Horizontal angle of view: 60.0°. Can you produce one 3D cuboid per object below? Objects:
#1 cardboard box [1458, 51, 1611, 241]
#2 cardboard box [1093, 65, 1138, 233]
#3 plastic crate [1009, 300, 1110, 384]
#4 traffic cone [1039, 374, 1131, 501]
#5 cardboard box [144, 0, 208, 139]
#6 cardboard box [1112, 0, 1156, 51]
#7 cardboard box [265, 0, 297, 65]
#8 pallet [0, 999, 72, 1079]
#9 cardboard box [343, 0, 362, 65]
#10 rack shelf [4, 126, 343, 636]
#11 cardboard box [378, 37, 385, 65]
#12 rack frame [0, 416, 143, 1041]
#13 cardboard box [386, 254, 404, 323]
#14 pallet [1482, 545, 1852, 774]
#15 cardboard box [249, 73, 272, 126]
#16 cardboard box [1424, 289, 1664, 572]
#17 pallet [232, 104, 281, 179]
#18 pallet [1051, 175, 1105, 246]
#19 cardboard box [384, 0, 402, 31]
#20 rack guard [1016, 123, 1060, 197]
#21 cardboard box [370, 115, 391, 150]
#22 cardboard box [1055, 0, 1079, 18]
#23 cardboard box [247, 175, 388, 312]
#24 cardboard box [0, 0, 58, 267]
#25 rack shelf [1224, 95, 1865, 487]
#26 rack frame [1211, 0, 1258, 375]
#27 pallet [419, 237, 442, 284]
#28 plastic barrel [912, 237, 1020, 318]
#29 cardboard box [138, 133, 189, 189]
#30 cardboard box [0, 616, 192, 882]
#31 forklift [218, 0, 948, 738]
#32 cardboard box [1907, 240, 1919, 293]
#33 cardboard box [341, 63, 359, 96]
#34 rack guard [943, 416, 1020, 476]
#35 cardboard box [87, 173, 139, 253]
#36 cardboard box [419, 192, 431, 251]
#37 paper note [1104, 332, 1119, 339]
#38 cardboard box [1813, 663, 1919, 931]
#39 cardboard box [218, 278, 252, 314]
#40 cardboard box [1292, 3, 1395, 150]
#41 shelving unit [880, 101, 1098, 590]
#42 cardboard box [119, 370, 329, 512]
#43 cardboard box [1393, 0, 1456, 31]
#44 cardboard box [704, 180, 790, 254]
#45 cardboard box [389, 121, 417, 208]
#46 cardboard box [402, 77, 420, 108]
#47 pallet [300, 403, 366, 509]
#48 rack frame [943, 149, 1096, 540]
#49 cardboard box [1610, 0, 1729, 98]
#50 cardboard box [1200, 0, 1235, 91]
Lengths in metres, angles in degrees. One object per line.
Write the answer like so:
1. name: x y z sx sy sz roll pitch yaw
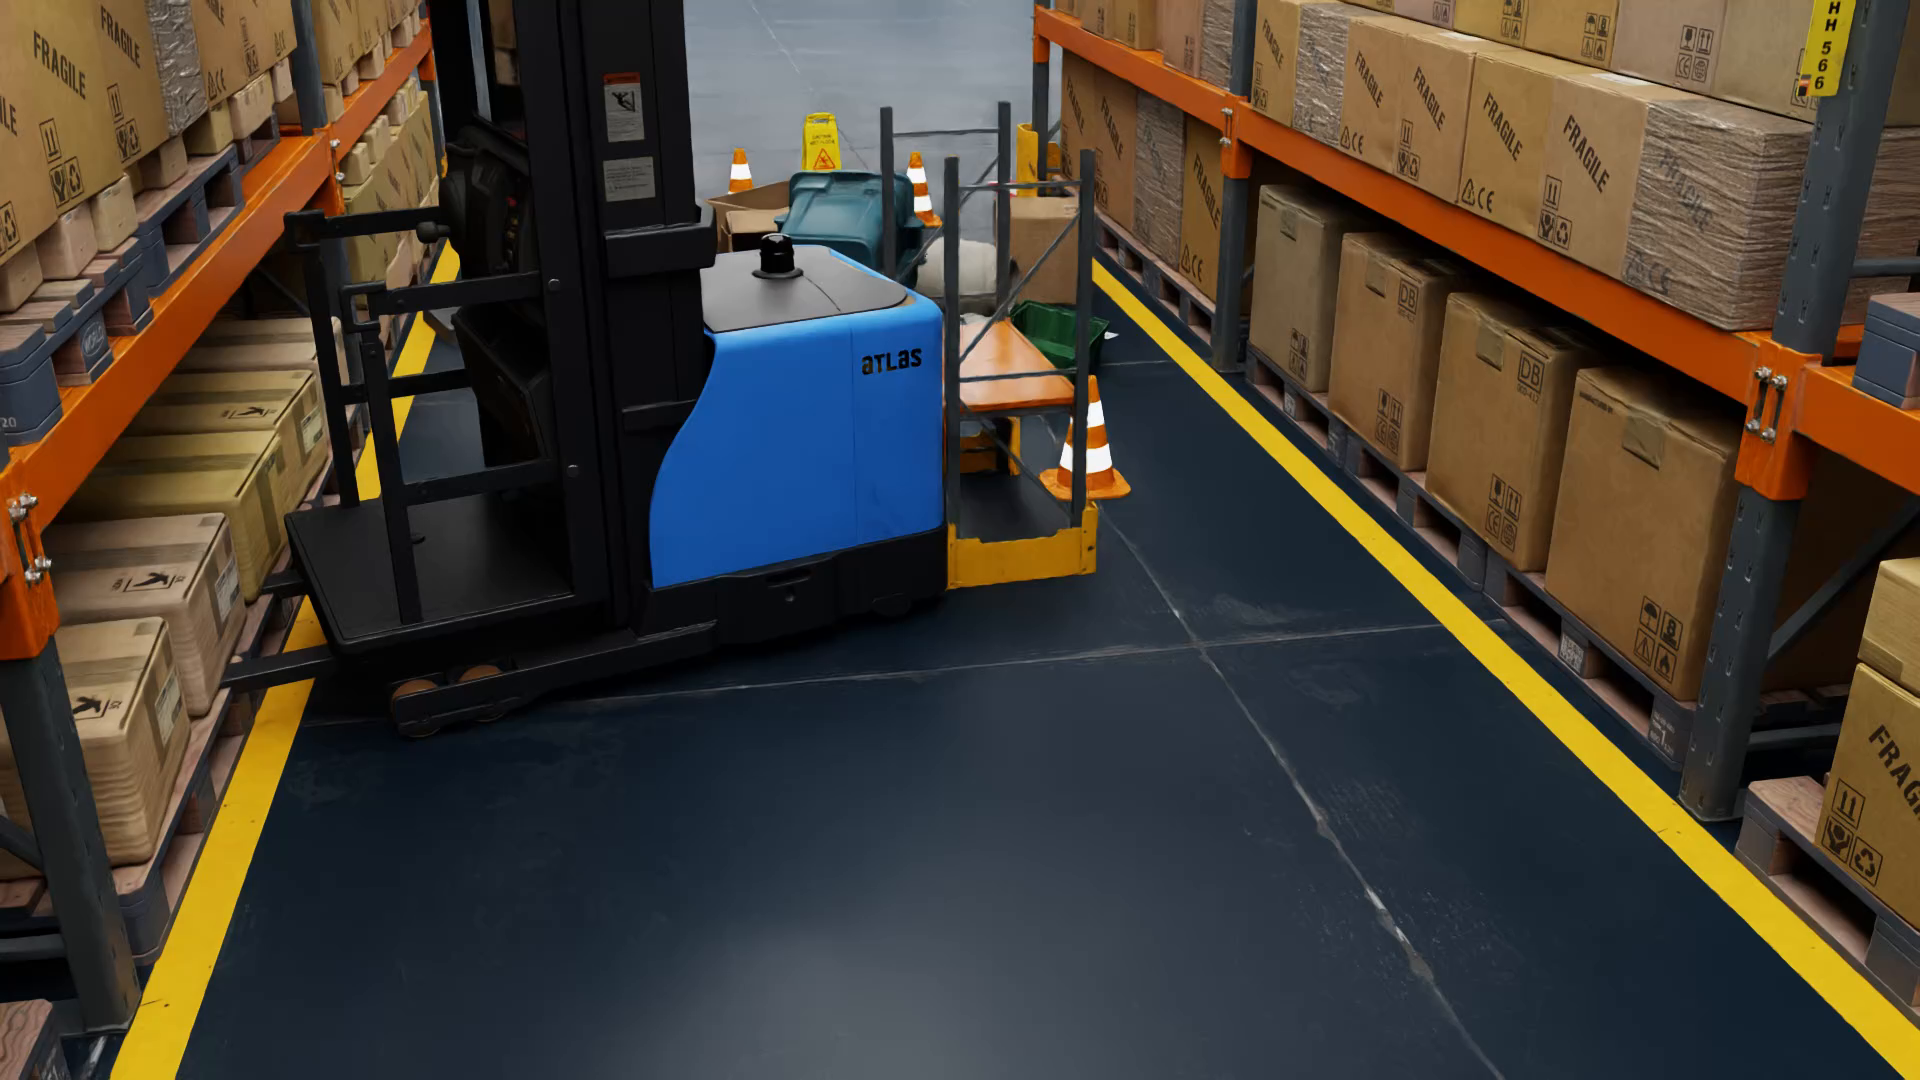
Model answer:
1. cardboard box: 1.951 -1.261 5.265 0.500 0.500 0.500 -5 24 -11
2. cardboard box: 1.358 -2.423 10.179 0.875 0.875 0.875 -5 24 -11
3. plastic crate: 0.422 -0.948 8.113 0.450 0.188 0.662 17 27 13
4. traffic cone: 0.506 -0.437 6.671 0.336 0.463 0.334 -4 24 -10
5. cardboard box: -2.513 -1.438 4.773 0.500 0.500 0.500 -5 24 -12
6. cardboard box: 1.358 -3.088 9.386 0.875 0.550 0.500 -4 24 -10
7. cardboard box: -2.793 -2.042 6.157 0.500 0.500 0.500 -5 24 -11
8. pallet: -2.292 1.335 2.930 1.003 0.211 1.213 -4 24 -10
9. cardboard box: -3.027 -2.404 7.510 0.500 0.500 0.500 -4 24 -10
10. rack shelf: -2.734 -0.716 5.040 1.077 0.370 4.000 -4 24 -10
11. cardboard box: -3.148 -2.466 8.462 0.380 0.149 0.250 -4 24 -10
12. rack frame: -2.364 -0.259 3.095 1.000 3.000 0.127 -4 24 -10
13. cardboard box: -3.057 -1.226 8.220 0.500 0.250 0.500 -3 24 -7
14. pallet: 2.410 0.297 5.306 1.003 0.211 1.213 -4 24 -10
15. cardboard box: -2.623 -1.524 5.780 0.380 0.149 0.250 -5 24 -11
16. cardboard box: 2.293 -0.416 5.742 1.050 0.750 0.750 -4 24 -9
17. pallet: -3.105 -1.433 6.023 1.003 0.211 1.213 -4 24 -10
18. pallet: 1.227 -2.225 11.081 1.003 0.211 1.213 -4 24 -10
19. cardboard box: -3.295 -3.000 8.875 0.500 0.500 0.500 -4 24 -10
20. rack guard: 0.998 -2.676 11.752 1.175 0.500 0.348 -4 24 -10
21. cardboard box: -3.061 -2.019 8.288 0.380 0.149 0.250 -3 24 -7
22. cardboard box: 1.116 -3.738 10.873 0.875 0.550 0.550 -4 24 -10
23. cardboard box: -2.948 -1.360 7.591 0.500 0.500 0.500 -3 24 -7
24. cardboard box: -2.220 -0.828 3.376 0.500 0.500 0.500 -5 24 -11
25. rack shelf: 2.112 -1.122 5.970 1.077 0.370 4.000 -4 24 -10
26. rack frame: 1.742 -2.238 7.627 1.000 3.000 0.127 -4 24 -10
27. pallet: -3.714 -1.776 10.052 1.003 0.211 1.213 -4 24 -10
28. plastic barrel: 0.025 -1.390 8.905 0.512 0.421 0.421 13 27 27
29. cardboard box: -2.493 -1.117 4.849 0.380 0.149 0.250 -4 24 -8
30. cardboard box: -2.459 0.530 4.048 0.950 0.372 0.625 -6 24 -13
31. forklift: -1.586 -1.001 4.881 3.031 2.935 1.130 -12 26 -26
32. cardboard box: 2.664 -0.907 4.455 0.500 0.500 0.500 -4 24 -9
33. cardboard box: -3.035 -2.162 7.767 0.380 0.149 0.250 -4 24 -8
34. rack guard: -0.045 -0.369 6.781 0.587 0.250 0.087 -6 24 -13
35. cardboard box: -2.297 -0.812 4.151 0.380 0.149 0.250 -4 24 -9
36. cardboard box: -3.342 -1.836 9.616 0.500 0.250 0.500 -4 24 -10
37. paper note: 0.728 -1.075 8.674 0.142 0.020 0.147 18 29 36
38. cardboard box: 2.362 0.585 3.761 0.500 0.500 0.500 -5 24 -12
39. cardboard box: -3.477 -1.321 7.501 0.500 0.500 0.500 -5 24 -10
40. cardboard box: 1.669 -1.859 6.634 0.500 0.500 0.500 -4 24 -9
41. shelving unit: 0.074 -0.749 6.088 0.587 1.500 1.083 -6 24 -13
42. cardboard box: -2.868 -0.332 6.021 0.950 0.372 0.625 -3 24 -6
43. cardboard box: 2.030 -2.147 6.043 0.700 0.500 0.500 -4 24 -9
44. cardboard box: -1.031 -1.758 9.647 0.637 0.503 0.797 18 29 36
45. cardboard box: -3.253 -1.982 9.014 0.500 0.500 0.500 -5 24 -11
46. cardboard box: -3.305 -2.544 9.490 0.380 0.149 0.250 -4 24 -8
47. pallet: -2.958 -0.248 6.555 1.003 0.211 1.213 -4 24 -10
48. rack frame: 0.195 -0.555 5.644 0.500 1.500 0.032 -6 24 -13
49. cardboard box: 2.314 -1.545 4.666 0.700 0.500 0.500 -5 24 -11
50. cardboard box: 1.662 -2.451 7.928 0.875 0.550 0.550 -4 24 -10
